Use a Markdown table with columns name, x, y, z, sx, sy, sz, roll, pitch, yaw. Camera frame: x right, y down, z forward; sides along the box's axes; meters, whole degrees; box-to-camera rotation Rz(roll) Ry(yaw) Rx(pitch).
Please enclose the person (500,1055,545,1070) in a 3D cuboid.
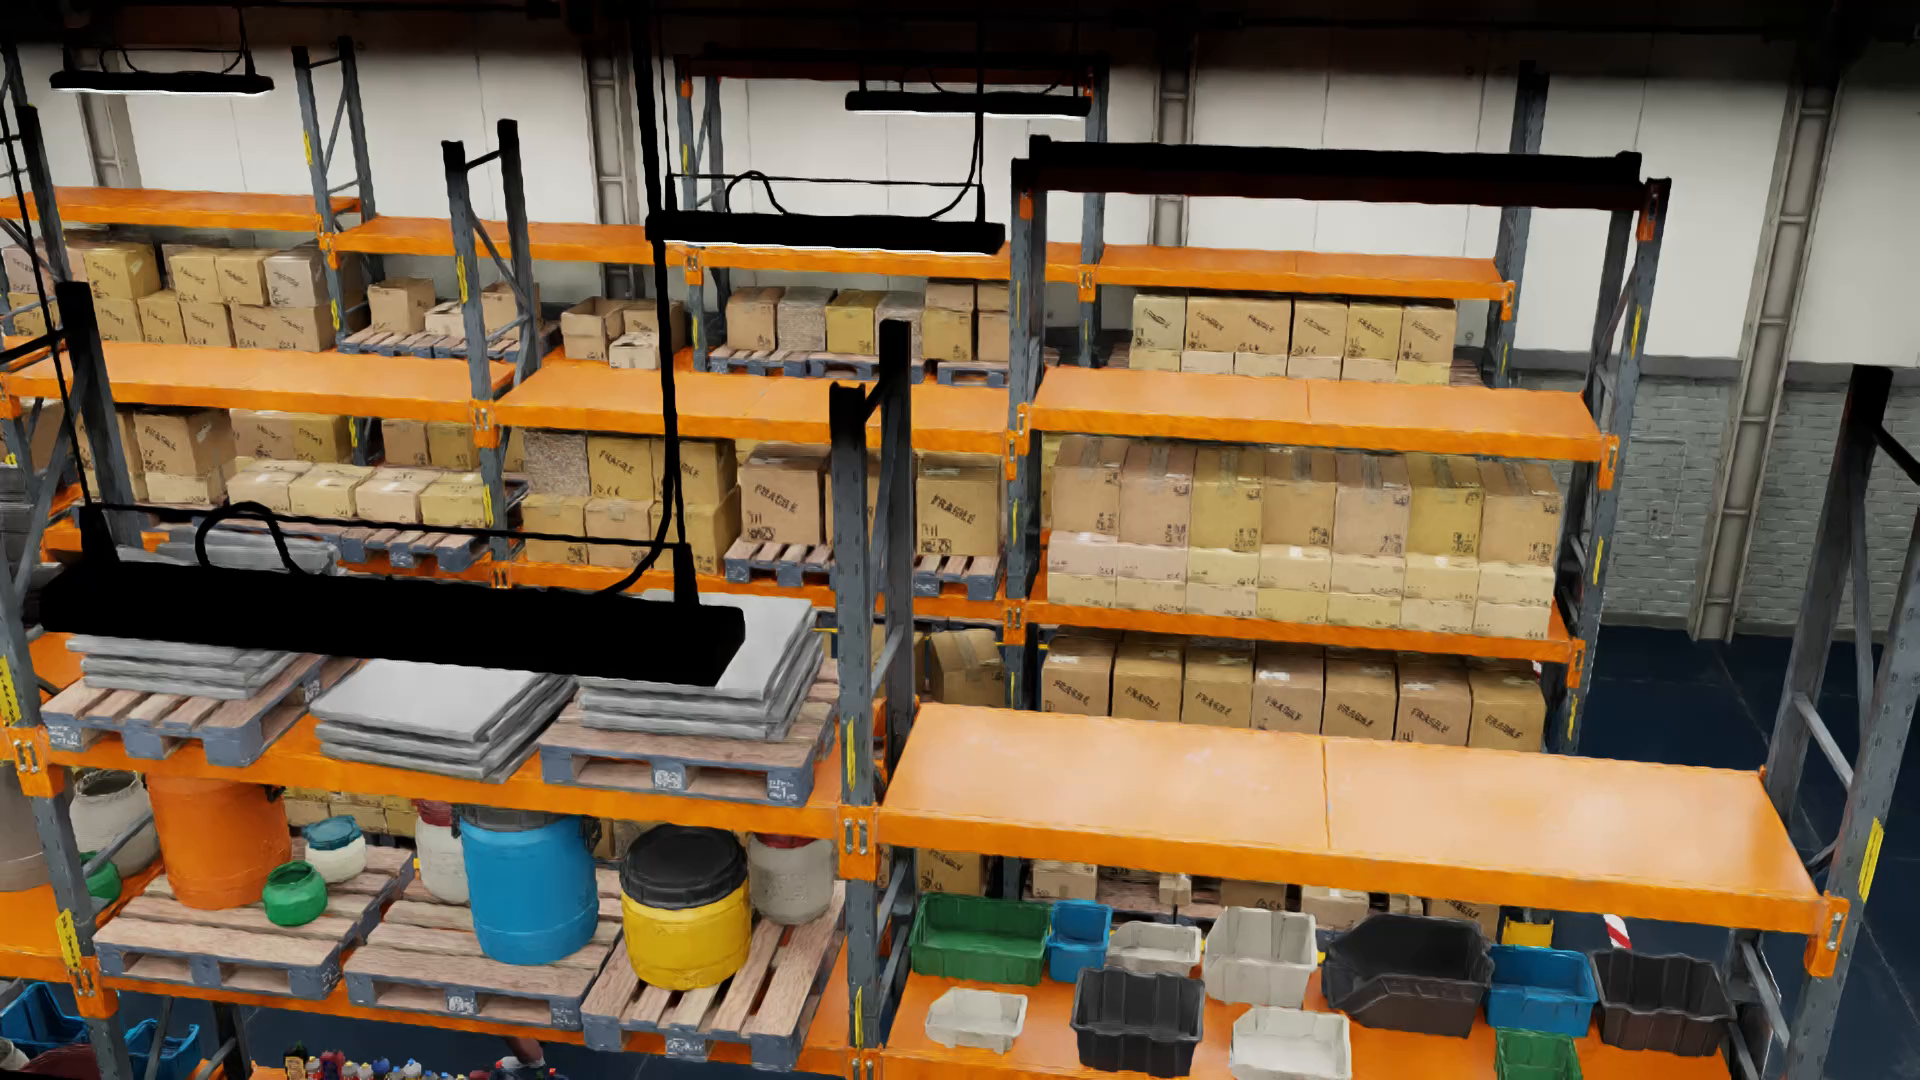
| name | x | y | z | sx | sy | sz | roll | pitch | yaw |
| --- | --- | --- | --- | --- | --- | --- | --- | --- | --- |
| person | -3.156 | 2.899 | 11.484 | 0.502 | 1.617 | 0.598 | 3 | 23 | 7 |
